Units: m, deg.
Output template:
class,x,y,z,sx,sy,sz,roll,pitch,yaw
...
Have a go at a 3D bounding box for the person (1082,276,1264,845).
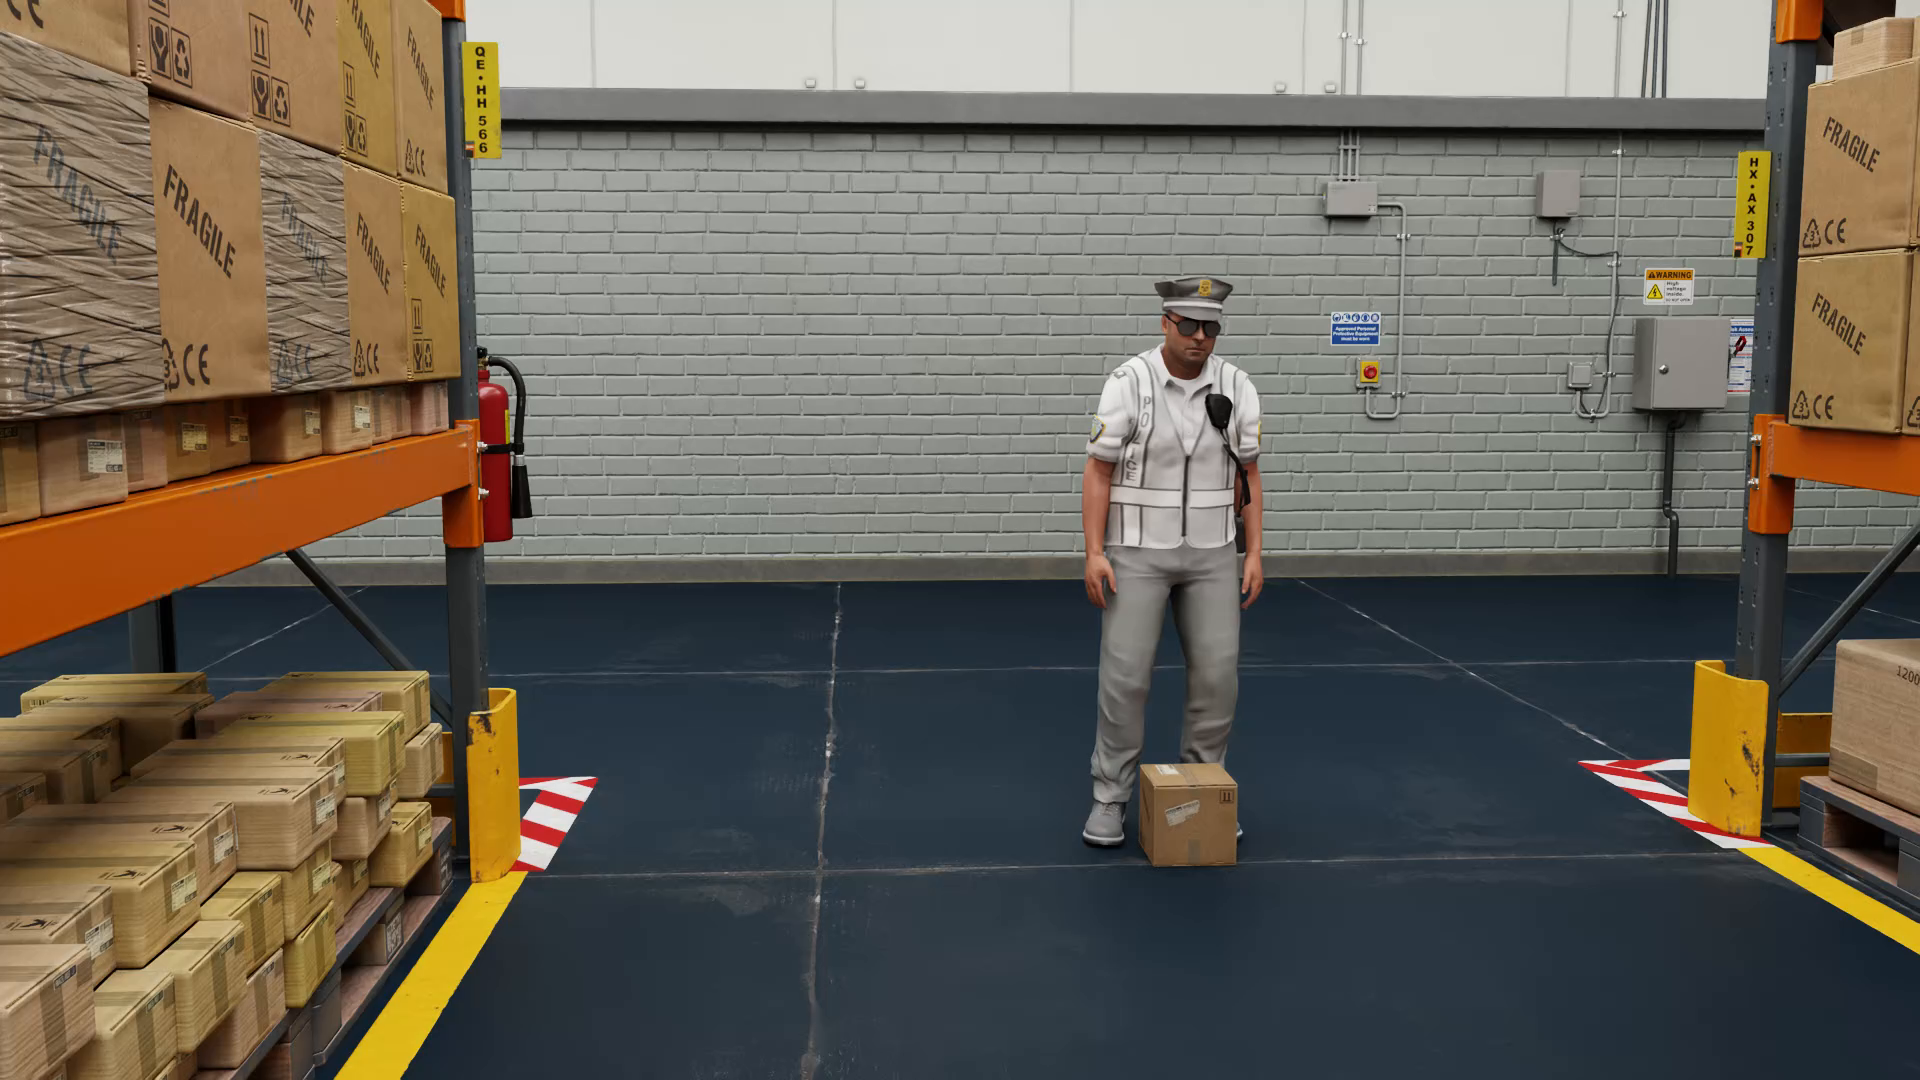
class,x,y,z,sx,sy,sz,roll,pitch,yaw
person,0.667,0.056,5.242,0.596,1.747,0.439,-1,7,-7
